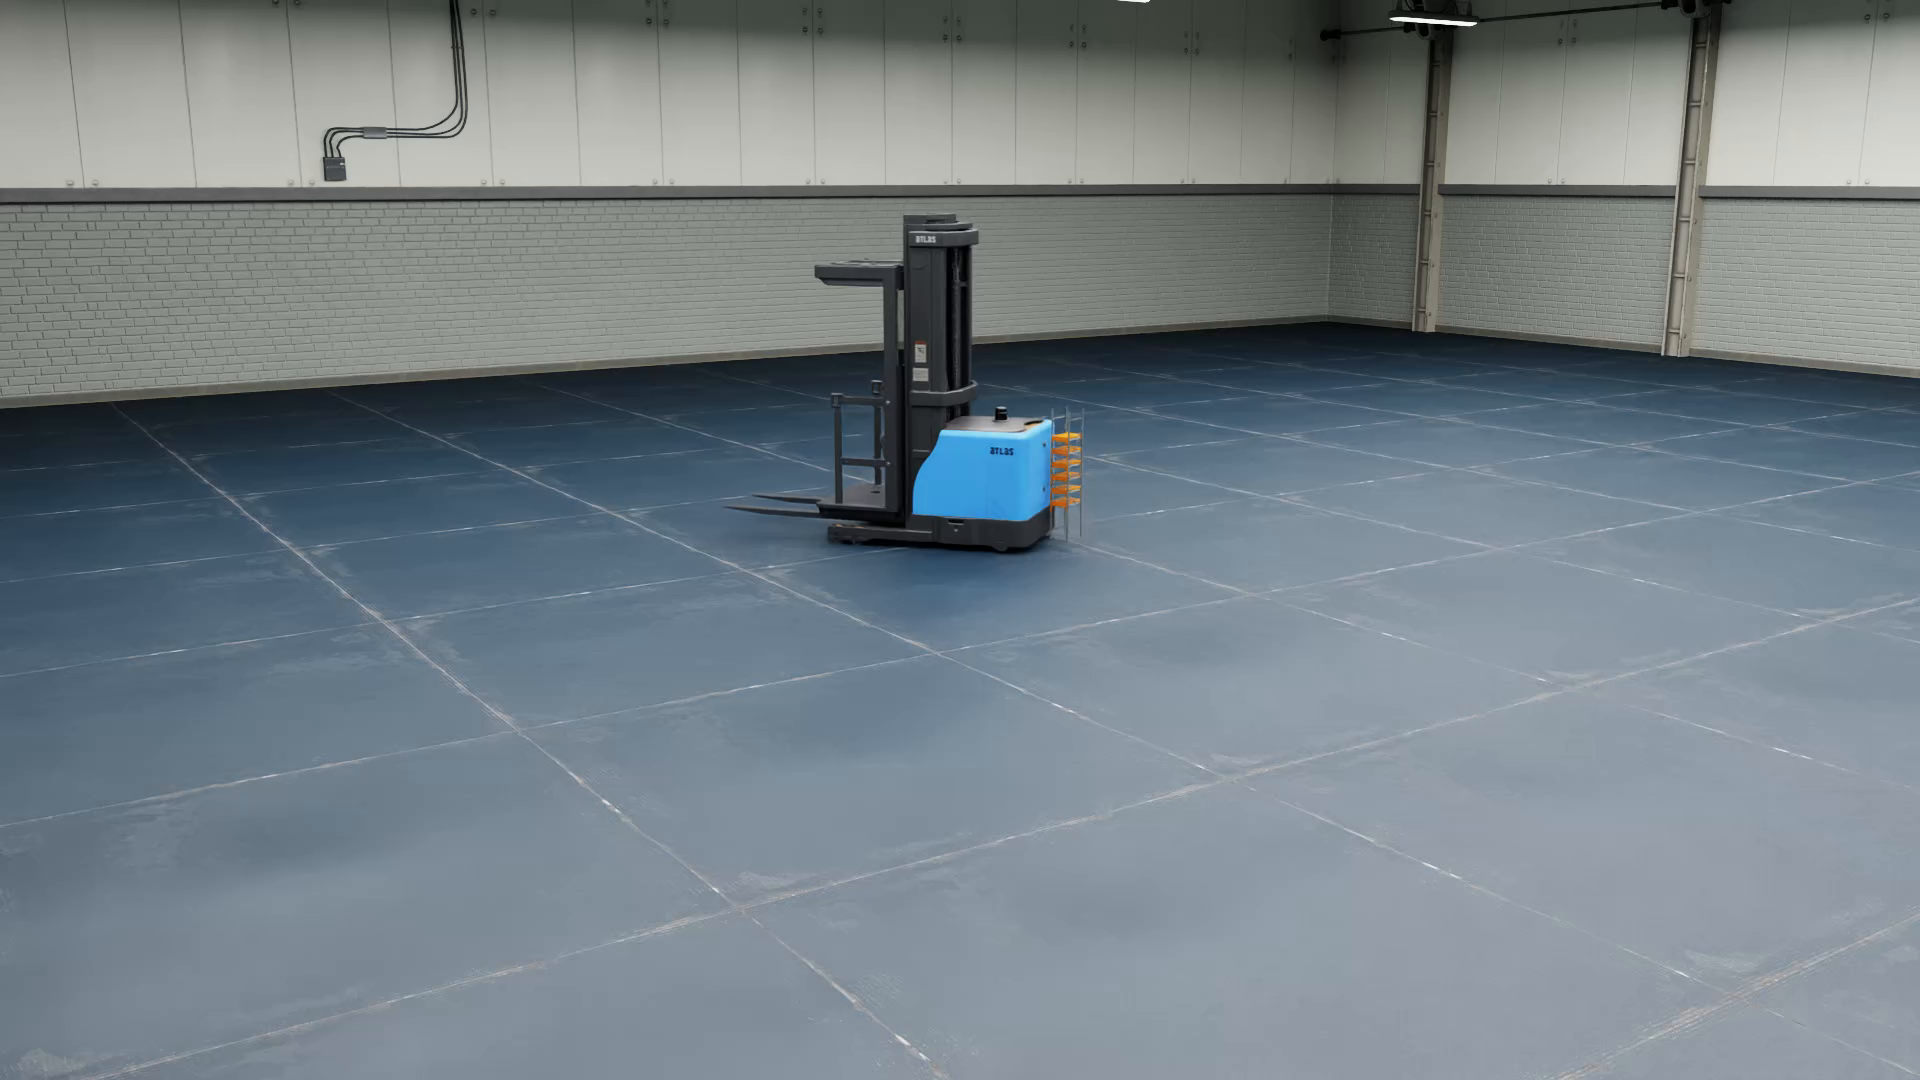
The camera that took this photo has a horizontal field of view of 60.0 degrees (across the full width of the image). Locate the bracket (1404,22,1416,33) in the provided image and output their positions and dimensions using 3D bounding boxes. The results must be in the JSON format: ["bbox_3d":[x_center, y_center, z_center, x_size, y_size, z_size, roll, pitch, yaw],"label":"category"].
[{"bbox_3d":[9.467,-10.688,34.637,0.235,0.232,0.430,-8,15,-33],"label":"bracket"}]

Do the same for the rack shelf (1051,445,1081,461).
[{"bbox_3d":[0.976,-0.793,15.150,0.180,0.103,0.258,9,16,37],"label":"rack shelf"}]

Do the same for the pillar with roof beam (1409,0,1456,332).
[{"bbox_3d":[6.408,-8.389,32.546,9.100,9.000,0.548,-8,15,-33],"label":"pillar with roof beam"}]

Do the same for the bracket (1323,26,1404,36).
[{"bbox_3d":[8.481,-11.005,36.084,0.076,0.066,3.189,-8,15,-33],"label":"bracket"}]

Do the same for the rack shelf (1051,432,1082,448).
[{"bbox_3d":[0.976,-0.910,15.125,0.180,0.103,0.258,9,16,37],"label":"rack shelf"}]

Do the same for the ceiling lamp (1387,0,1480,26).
[{"bbox_3d":[8.004,-10.475,28.425,2.000,3.185,0.800,-8,15,-33],"label":"ceiling lamp"}]

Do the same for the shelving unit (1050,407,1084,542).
[{"bbox_3d":[0.976,-0.602,15.192,0.189,1.200,0.258,9,16,37],"label":"shelving unit"}]

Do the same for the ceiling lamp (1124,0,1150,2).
[{"bbox_3d":[1.893,-9.607,24.452,2.000,3.185,0.800,-8,15,-33],"label":"ceiling lamp"}]

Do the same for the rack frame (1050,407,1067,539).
[{"bbox_3d":[0.904,-0.614,15.247,0.006,1.200,0.240,9,16,37],"label":"rack frame"}]

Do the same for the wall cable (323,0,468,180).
[{"bbox_3d":[-8.851,-8.632,25.700,2.305,6.003,0.169,-8,15,-33],"label":"wall cable"}]

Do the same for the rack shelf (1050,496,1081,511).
[{"bbox_3d":[0.976,-0.324,15.253,0.180,0.103,0.258,9,16,37],"label":"rack shelf"}]

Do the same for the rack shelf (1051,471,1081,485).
[{"bbox_3d":[0.976,-0.558,15.202,0.180,0.103,0.258,9,16,37],"label":"rack shelf"}]

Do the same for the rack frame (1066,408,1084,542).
[{"bbox_3d":[1.048,-0.589,15.137,0.006,1.200,0.240,9,16,37],"label":"rack frame"}]

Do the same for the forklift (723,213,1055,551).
[{"bbox_3d":[-0.690,-1.496,15.228,3.031,2.935,1.130,4,13,18],"label":"forklift"}]

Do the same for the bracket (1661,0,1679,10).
[{"bbox_3d":[12.791,-9.621,29.757,0.235,0.232,0.430,-8,15,-33],"label":"bracket"}]

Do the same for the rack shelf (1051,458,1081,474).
[{"bbox_3d":[0.976,-0.675,15.176,0.180,0.103,0.258,9,16,37],"label":"rack shelf"}]

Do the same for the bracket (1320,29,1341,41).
[{"bbox_3d":[8.154,-11.110,36.564,0.235,0.232,0.430,-8,15,-33],"label":"bracket"}]

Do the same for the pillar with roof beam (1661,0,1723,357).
[{"bbox_3d":[9.733,-7.322,27.666,9.100,9.000,0.548,-8,15,-33],"label":"pillar with roof beam"}]

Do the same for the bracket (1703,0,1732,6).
[{"bbox_3d":[13.251,-9.474,29.082,0.235,0.232,0.430,-8,15,-33],"label":"bracket"}]

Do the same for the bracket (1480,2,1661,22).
[{"bbox_3d":[11.354,-10.083,31.866,0.076,0.066,4.783,-8,15,-33],"label":"bracket"}]

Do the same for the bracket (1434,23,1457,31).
[{"bbox_3d":[9.927,-10.541,33.962,0.235,0.232,0.430,-8,15,-33],"label":"bracket"}]

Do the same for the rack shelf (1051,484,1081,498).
[{"bbox_3d":[0.976,-0.441,15.227,0.180,0.103,0.258,9,16,37],"label":"rack shelf"}]
